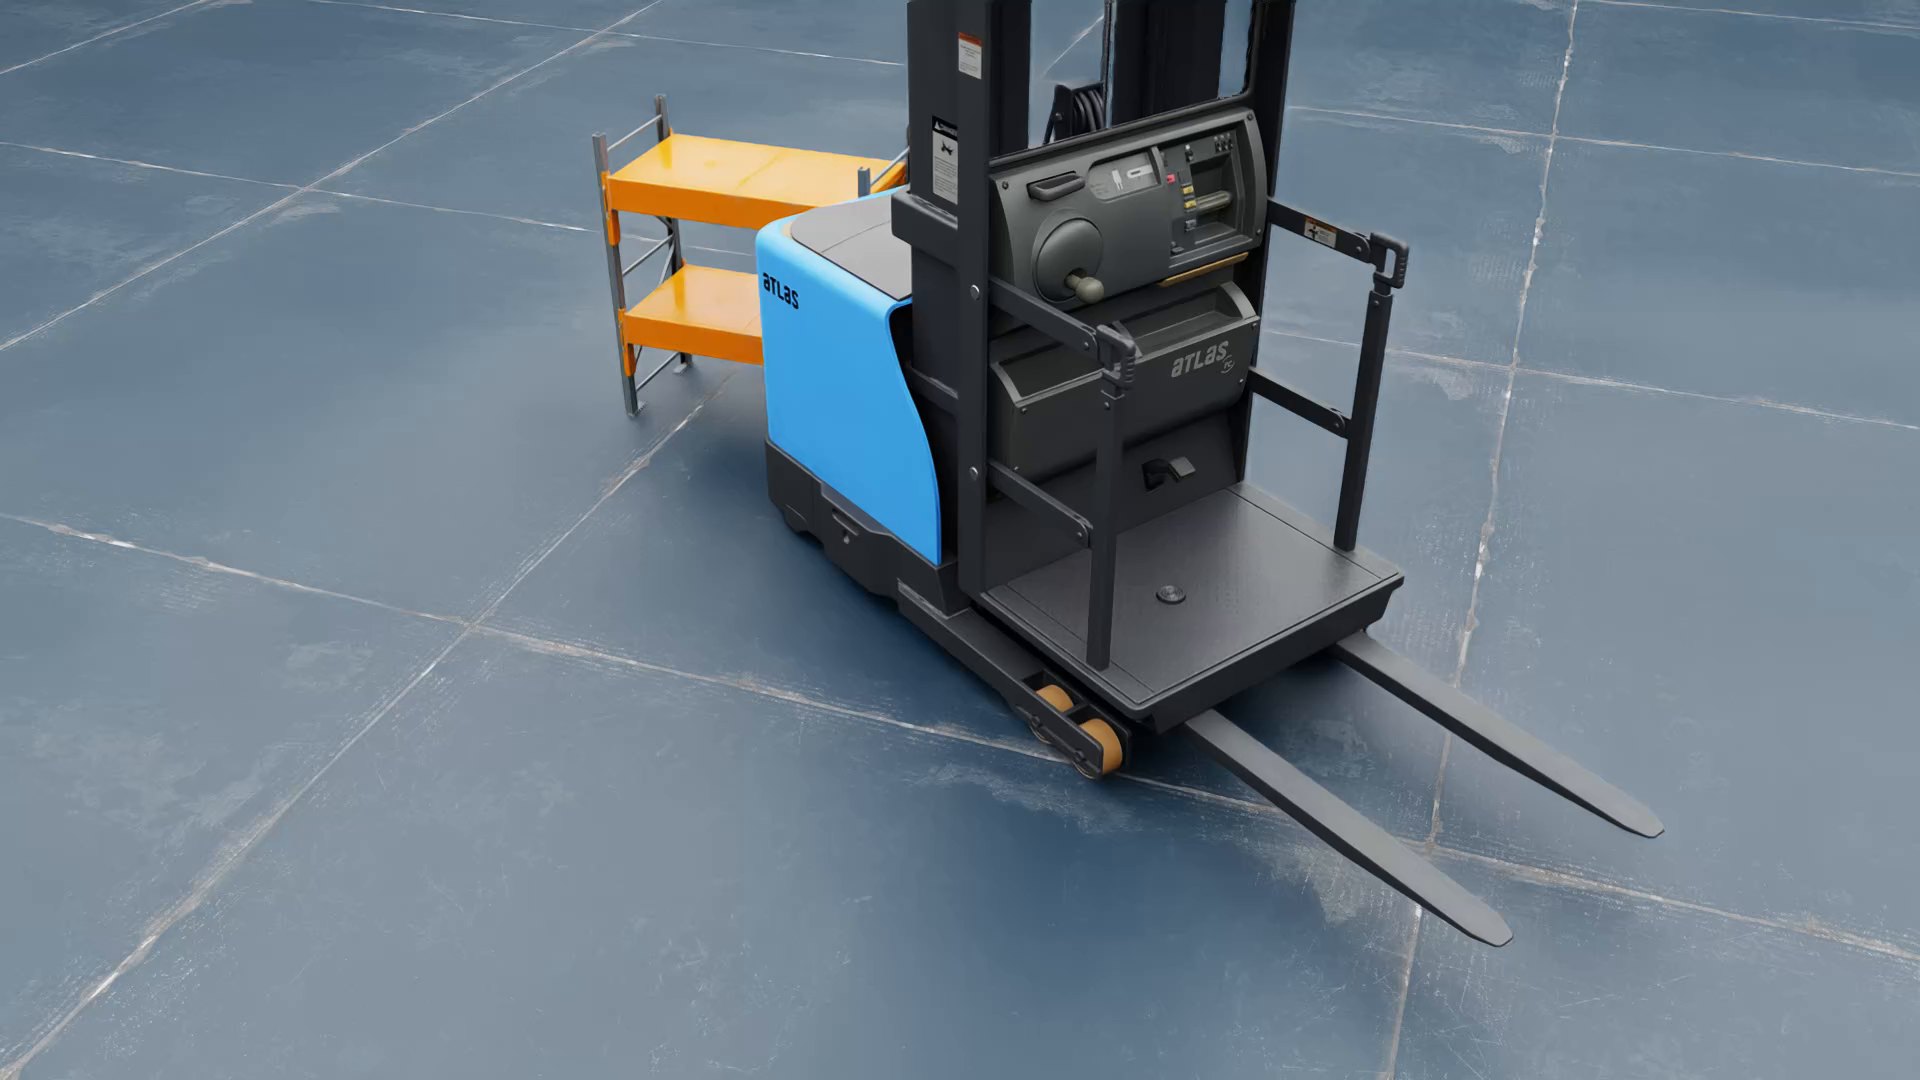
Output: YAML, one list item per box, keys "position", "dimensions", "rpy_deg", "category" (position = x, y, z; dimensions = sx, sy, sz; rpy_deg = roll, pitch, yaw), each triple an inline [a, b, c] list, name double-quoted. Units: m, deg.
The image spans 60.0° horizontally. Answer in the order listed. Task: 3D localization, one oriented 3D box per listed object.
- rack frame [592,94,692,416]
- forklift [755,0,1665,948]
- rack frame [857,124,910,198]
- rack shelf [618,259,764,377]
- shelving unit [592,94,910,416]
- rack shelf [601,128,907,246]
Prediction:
- position: [-1.208, -1.086, 6.395]
  dimensions: [0.032, 1.125, 0.500]
  rpy_deg: [11, 34, 16]
  category: "rack frame"
- position: [0.611, -0.861, 4.382]
  dimensions: [1.130, 2.935, 3.031]
  rpy_deg: [-22, 39, -30]
  category: "forklift"
- position: [-0.250, -0.902, 6.109]
  dimensions: [0.032, 1.125, 0.500]
  rpy_deg: [11, 34, 16]
  category: "rack frame"
- position: [-0.729, -0.788, 6.385]
  dimensions: [1.000, 0.278, 0.538]
  rpy_deg: [11, 34, 16]
  category: "rack shelf"
- position: [-0.729, -0.994, 6.252]
  dimensions: [1.048, 1.125, 0.538]
  rpy_deg: [11, 34, 16]
  category: "shelving unit"
- position: [-0.729, -1.240, 6.093]
  dimensions: [1.000, 0.278, 0.538]
  rpy_deg: [11, 34, 16]
  category: "rack shelf"
